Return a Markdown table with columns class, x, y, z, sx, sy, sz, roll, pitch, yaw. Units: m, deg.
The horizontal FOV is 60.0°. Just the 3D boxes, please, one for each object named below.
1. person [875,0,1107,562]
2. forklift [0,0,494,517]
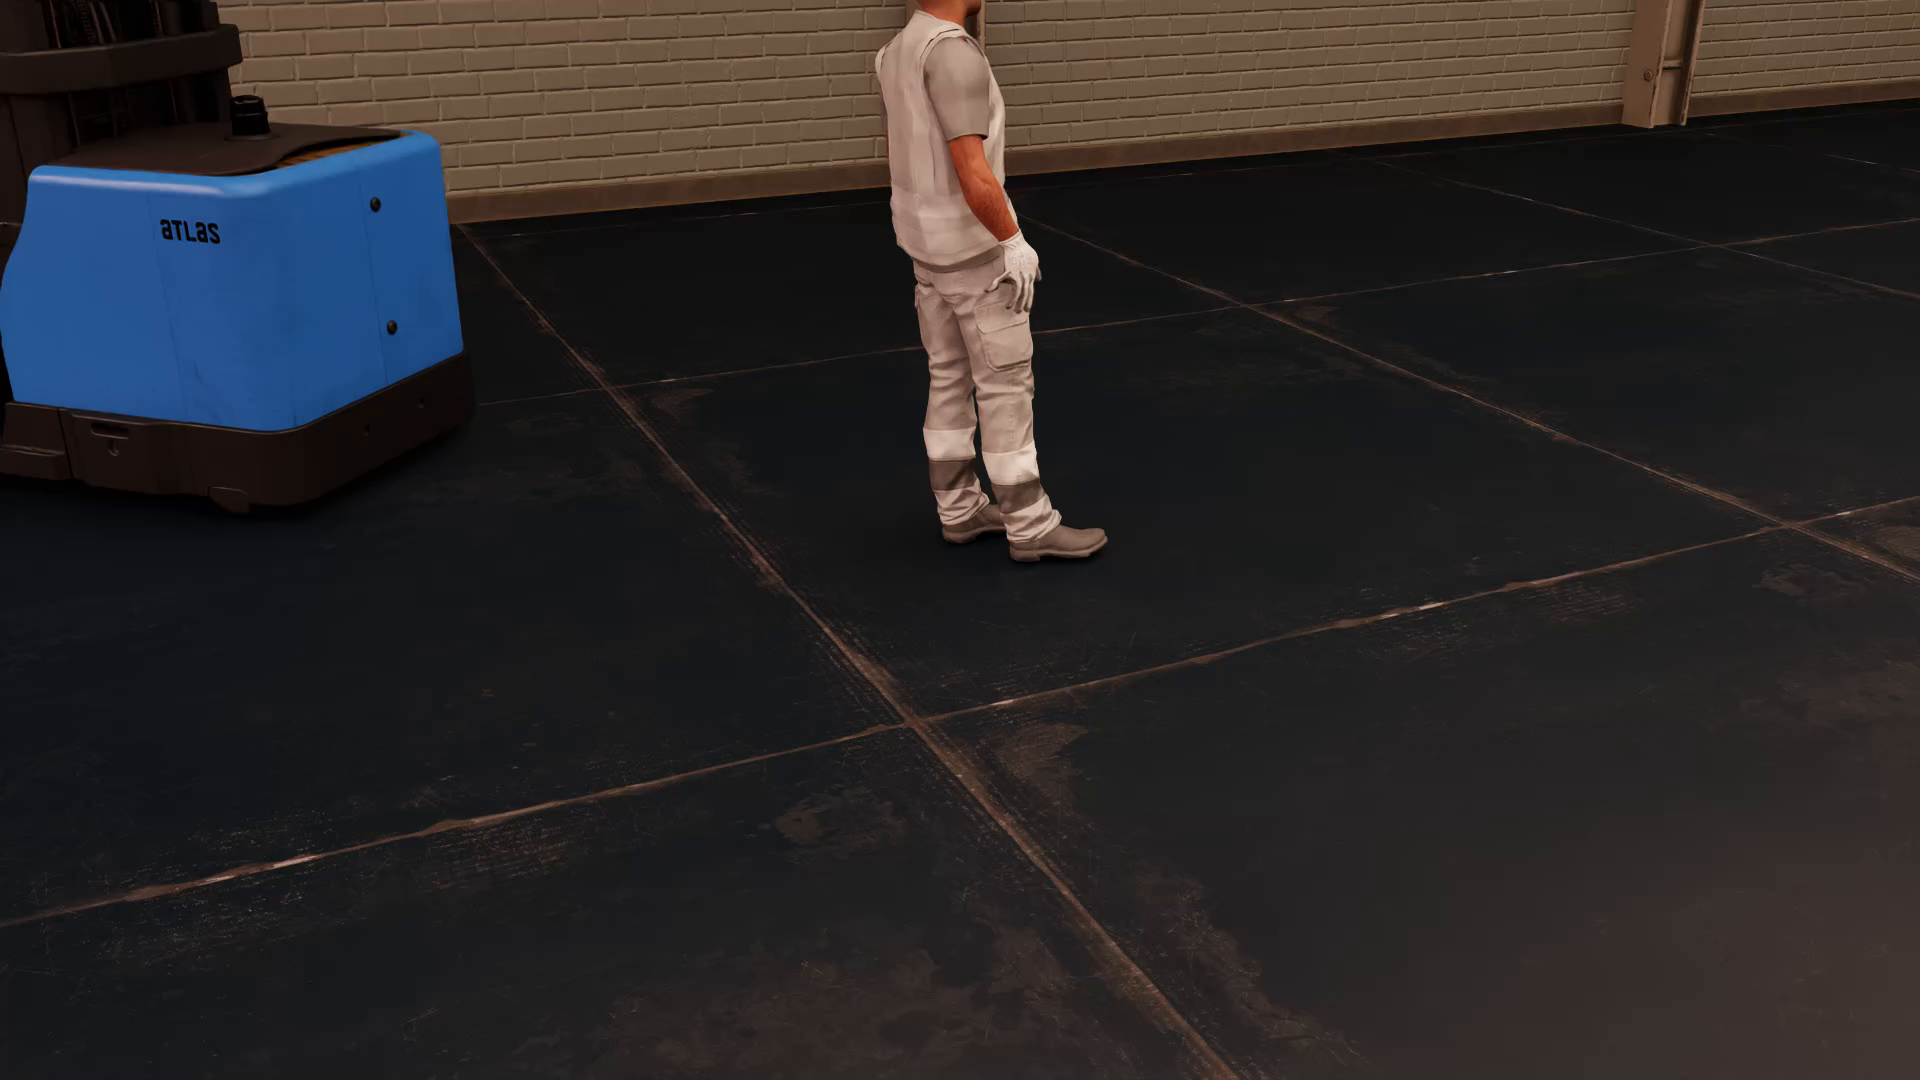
| class | x | y | z | sx | sy | sz | roll | pitch | yaw |
| --- | --- | --- | --- | --- | --- | --- | --- | --- | --- |
| person | 0.077 | -0.842 | 4.782 | 0.564 | 1.786 | 0.638 | -10 | 25 | -23 |
| forklift | -3.255 | -1.746 | 5.488 | 3.031 | 2.935 | 1.130 | 7 | 24 | 17 |
